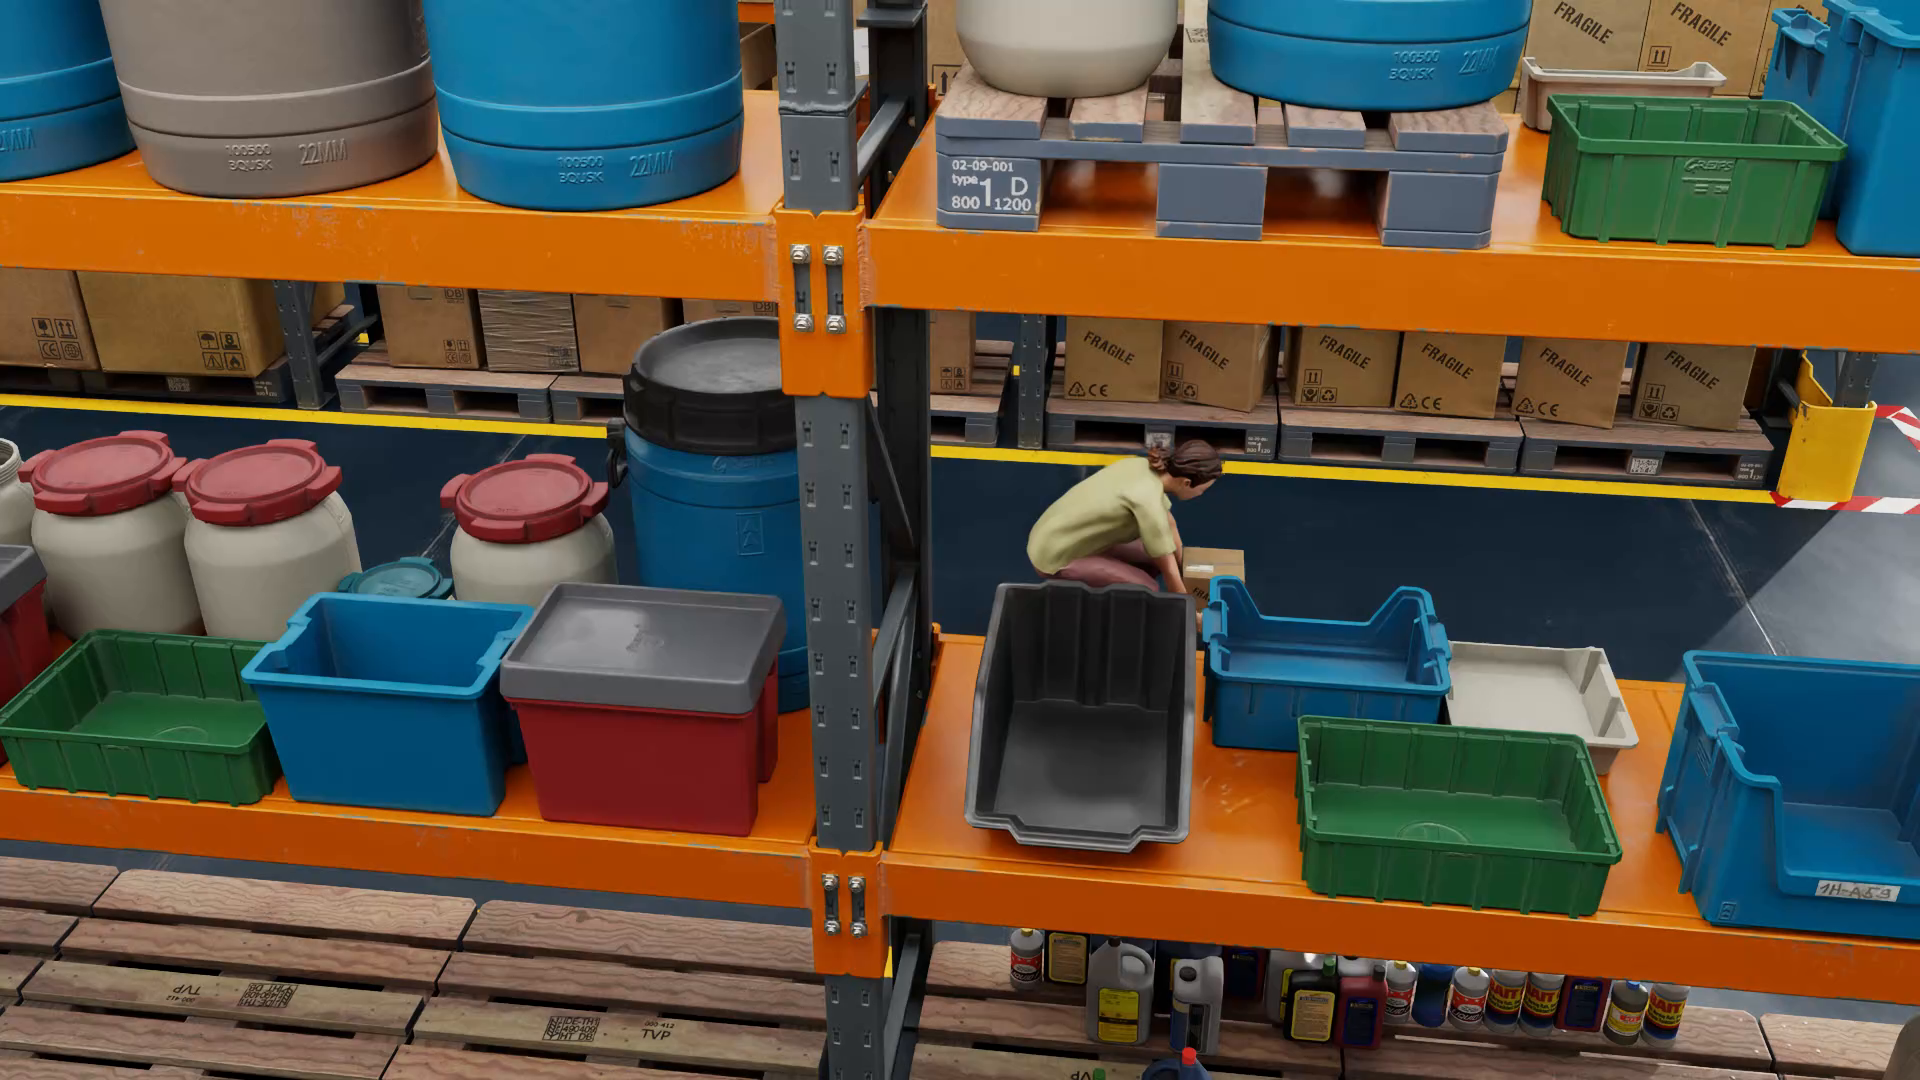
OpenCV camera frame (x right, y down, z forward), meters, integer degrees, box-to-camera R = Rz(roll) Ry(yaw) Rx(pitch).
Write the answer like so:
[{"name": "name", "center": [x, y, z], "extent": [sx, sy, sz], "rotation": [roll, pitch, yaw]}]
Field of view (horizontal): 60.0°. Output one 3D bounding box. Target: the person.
[{"name": "person", "center": [0.675, 0.035, 6.812], "extent": [0.792, 0.962, 0.491], "rotation": [3, 29, 6]}]
